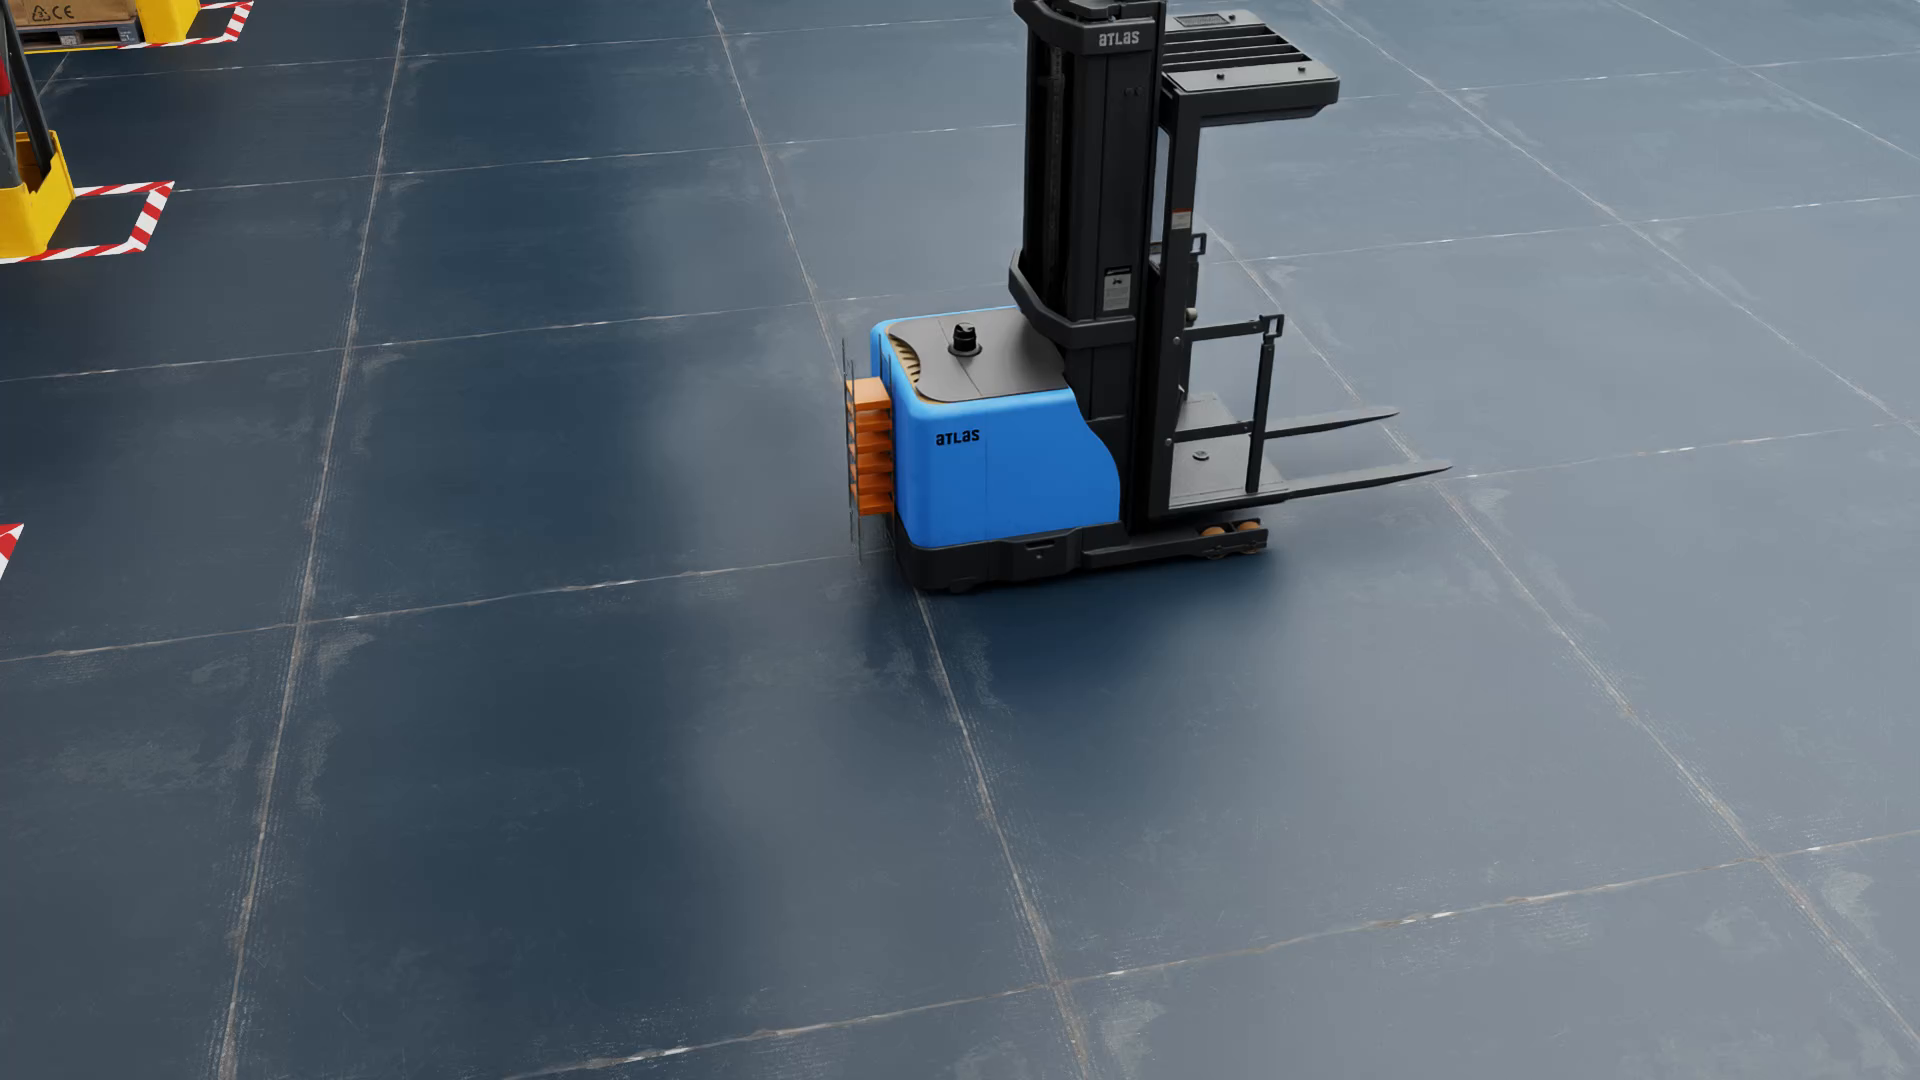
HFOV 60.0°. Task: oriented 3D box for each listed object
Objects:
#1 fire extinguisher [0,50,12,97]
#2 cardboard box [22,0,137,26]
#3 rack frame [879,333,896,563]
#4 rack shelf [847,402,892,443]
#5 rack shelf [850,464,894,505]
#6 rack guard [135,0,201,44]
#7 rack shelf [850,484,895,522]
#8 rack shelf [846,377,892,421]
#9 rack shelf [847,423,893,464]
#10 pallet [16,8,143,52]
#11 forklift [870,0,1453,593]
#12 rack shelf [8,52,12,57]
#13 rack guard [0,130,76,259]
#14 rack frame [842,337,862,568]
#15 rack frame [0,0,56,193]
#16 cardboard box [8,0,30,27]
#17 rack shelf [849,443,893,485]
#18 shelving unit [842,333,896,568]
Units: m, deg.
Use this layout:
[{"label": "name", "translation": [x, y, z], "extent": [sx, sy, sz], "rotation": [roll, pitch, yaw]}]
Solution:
[{"label": "fire extinguisher", "translation": [-6.489, -3.295, 11.037], "extent": [0.183, 0.674, 0.296], "rotation": [-7, 35, -11]}, {"label": "cardboard box", "translation": [-8.345, -5.444, 15.701], "extent": [0.875, 0.875, 0.875], "rotation": [-7, 34, -10]}, {"label": "rack frame", "translation": [-0.362, -0.445, 8.337], "extent": [0.006, 1.200, 0.240], "rotation": [-8, 35, -12]}, {"label": "rack shelf", "translation": [-0.450, -0.595, 8.208], "extent": [0.180, 0.103, 0.258], "rotation": [-8, 35, -12]}, {"label": "rack shelf", "translation": [-0.450, -0.296, 8.409], "extent": [0.180, 0.103, 0.258], "rotation": [-8, 35, -12]}, {"label": "rack guard", "translation": [-7.675, -5.236, 16.104], "extent": [0.348, 0.500, 1.175], "rotation": [-7, 35, -11]}, {"label": "rack shelf", "translation": [-0.450, -0.196, 8.476], "extent": [0.180, 0.103, 0.258], "rotation": [-8, 35, -12]}, {"label": "rack shelf", "translation": [-0.450, -0.694, 8.141], "extent": [0.180, 0.103, 0.258], "rotation": [-8, 35, -12]}, {"label": "rack shelf", "translation": [-0.450, -0.495, 8.275], "extent": [0.180, 0.103, 0.258], "rotation": [-8, 35, -12]}, {"label": "pallet", "translation": [-8.461, -4.973, 15.971], "extent": [1.213, 0.211, 1.003], "rotation": [-7, 35, -11]}, {"label": "forklift", "translation": [1.103, -1.393, 8.196], "extent": [3.031, 2.935, 1.130], "rotation": [-8, 35, -12]}, {"label": "rack shelf", "translation": [-8.653, -3.019, 11.202], "extent": [4.000, 0.370, 1.077], "rotation": [-7, 35, -11]}, {"label": "rack guard", "translation": [-6.777, -2.516, 12.050], "extent": [0.348, 0.500, 1.175], "rotation": [-7, 35, -11]}, {"label": "rack frame", "translation": [-0.539, -0.419, 8.298], "extent": [0.006, 1.200, 0.240], "rotation": [-8, 35, -12]}, {"label": "rack frame", "translation": [-6.702, -3.563, 11.368], "extent": [0.127, 3.000, 1.000], "rotation": [-7, 35, -11]}, {"label": "cardboard box", "translation": [-9.203, -5.335, 15.538], "extent": [0.875, 0.875, 0.875], "rotation": [-8, 35, -11]}, {"label": "rack shelf", "translation": [-0.450, -0.395, 8.342], "extent": [0.180, 0.103, 0.258], "rotation": [-8, 35, -12]}, {"label": "shelving unit", "translation": [-0.450, -0.432, 8.317], "extent": [0.189, 1.200, 0.258], "rotation": [-8, 35, -12]}]
